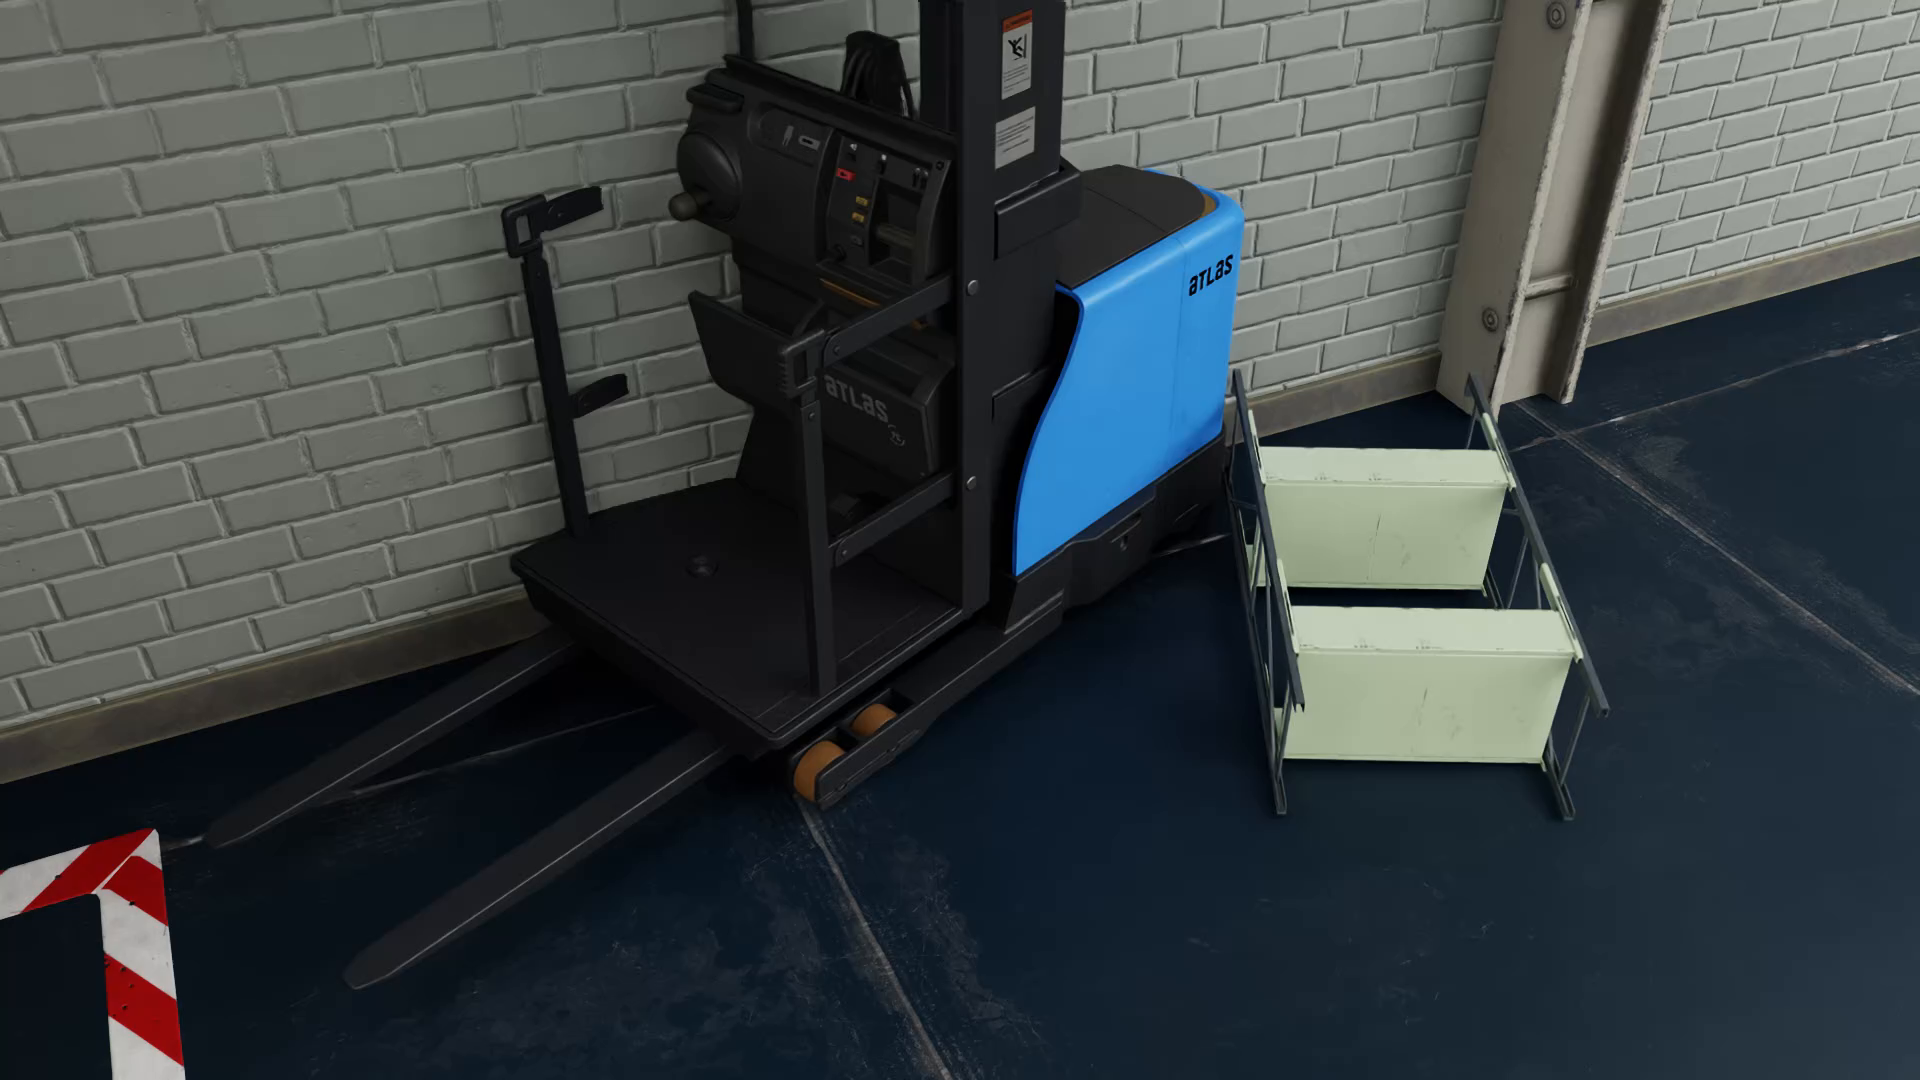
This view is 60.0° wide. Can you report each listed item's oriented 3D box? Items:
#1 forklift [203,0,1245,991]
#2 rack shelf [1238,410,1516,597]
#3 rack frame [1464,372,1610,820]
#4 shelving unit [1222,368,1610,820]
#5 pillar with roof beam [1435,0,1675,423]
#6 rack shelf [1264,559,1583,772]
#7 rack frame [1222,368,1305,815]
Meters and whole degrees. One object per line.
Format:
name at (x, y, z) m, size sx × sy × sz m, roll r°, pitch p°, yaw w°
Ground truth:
forklift at (-0.528, -0.831, 3.910) m, size 1.130 × 2.935 × 3.031 m, roll 28°, pitch 45°, yaw 33°
rack shelf at (1.222, -0.111, 4.989) m, size 0.720 × 0.431 × 0.370 m, roll 1°, pitch 38°, yaw 1°
rack frame at (1.579, 0.097, 4.726) m, size 0.023 × 0.400 × 1.500 m, roll 1°, pitch 38°, yaw 1°
shelving unit at (1.213, 0.091, 4.734) m, size 0.755 × 0.431 × 1.500 m, roll 1°, pitch 38°, yaw 1°
pillar with roof beam at (3.769, -1.821, 0.152) m, size 0.400 × 9.000 × 9.100 m, roll -16°, pitch 39°, yaw -20°
rack shelf at (1.202, 0.333, 4.428) m, size 0.720 × 0.431 × 0.370 m, roll 1°, pitch 38°, yaw 1°
rack frame at (0.847, 0.085, 4.742) m, size 0.023 × 0.400 × 1.500 m, roll 1°, pitch 38°, yaw 1°
